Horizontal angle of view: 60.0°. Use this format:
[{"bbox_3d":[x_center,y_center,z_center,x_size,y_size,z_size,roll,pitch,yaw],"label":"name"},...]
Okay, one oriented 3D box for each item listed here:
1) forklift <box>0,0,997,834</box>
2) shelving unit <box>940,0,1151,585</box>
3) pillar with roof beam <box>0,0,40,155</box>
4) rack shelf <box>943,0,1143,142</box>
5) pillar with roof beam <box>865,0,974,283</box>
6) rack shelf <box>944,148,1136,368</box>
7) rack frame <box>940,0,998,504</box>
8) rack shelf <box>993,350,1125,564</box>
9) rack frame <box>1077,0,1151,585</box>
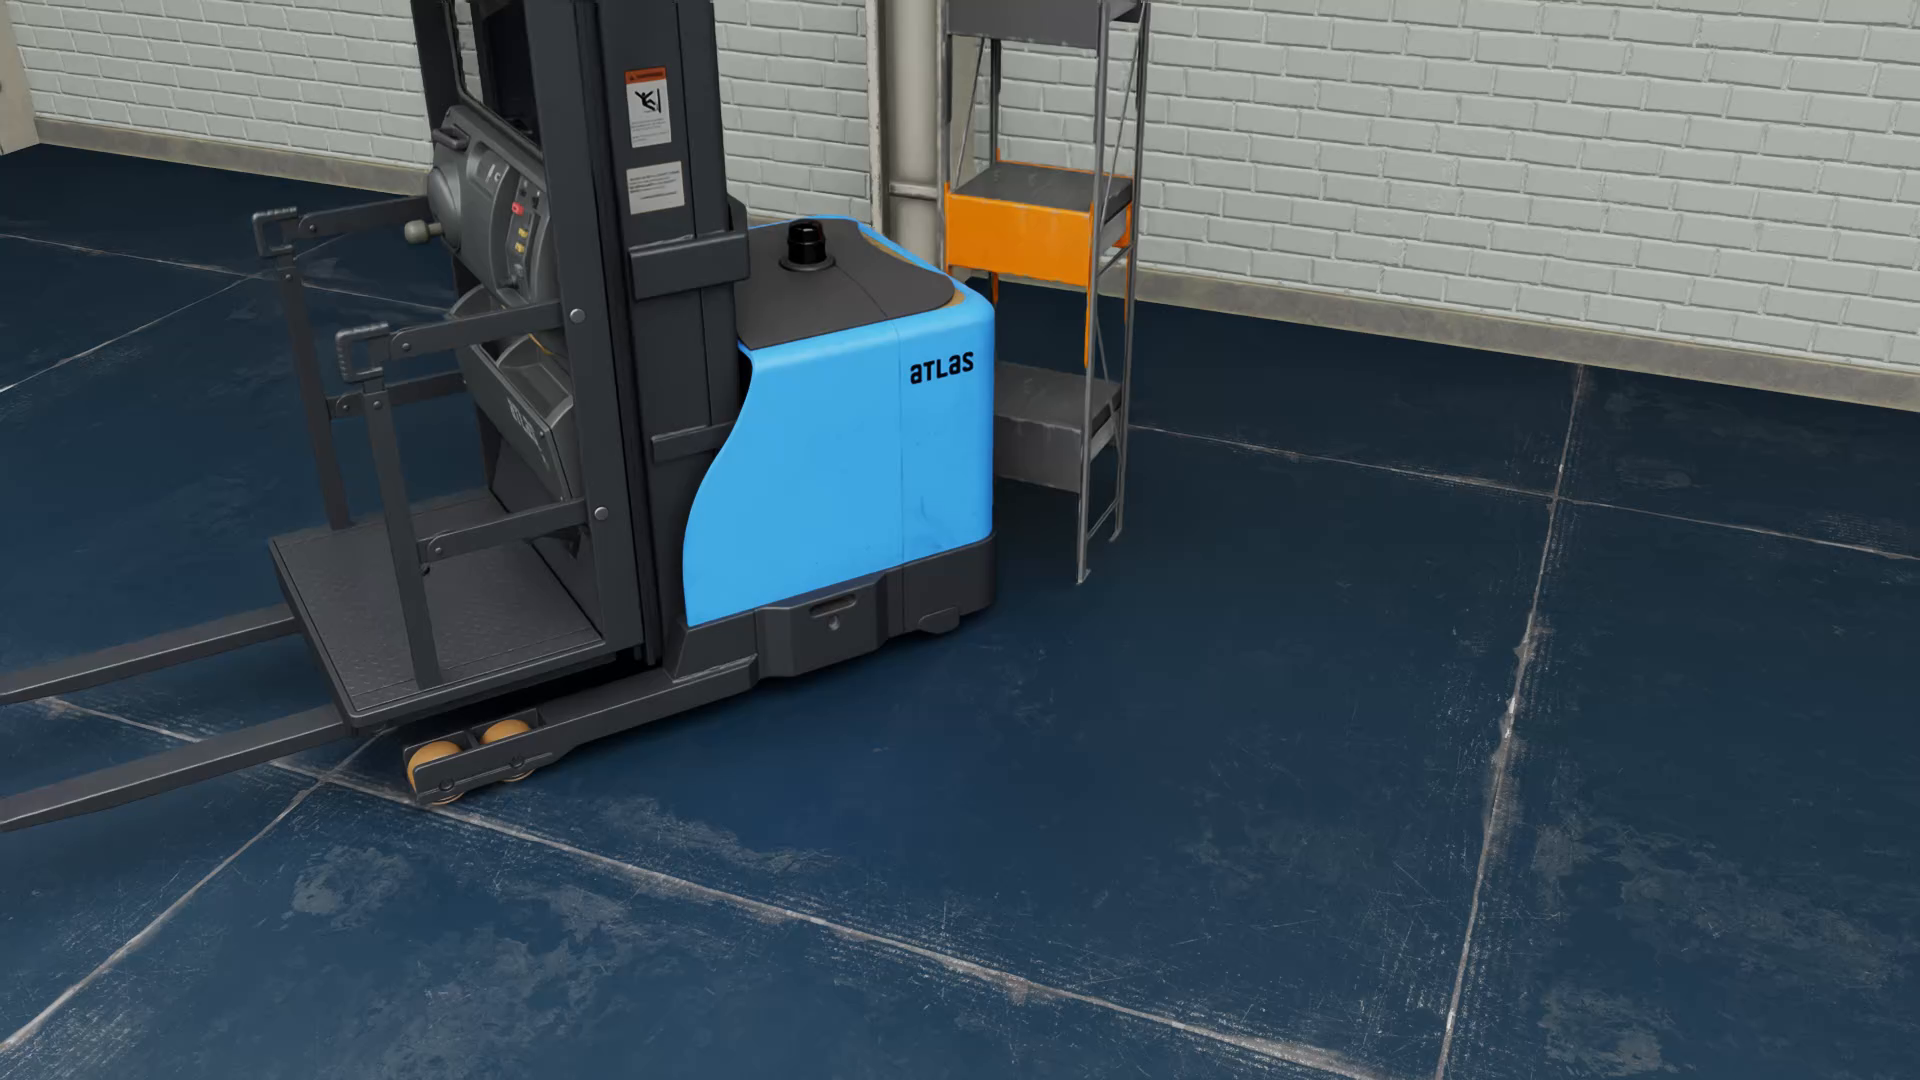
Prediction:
[{"bbox_3d":[-1.414,-0.860,4.293,3.031,2.935,1.130,-16,33,-27],"label":"forklift"},{"bbox_3d":[0.255,-0.907,5.220,0.503,2.100,0.431,13,32,21],"label":"shelving unit"},{"bbox_3d":[-7.355,-4.314,4.238,0.400,9.000,9.100,11,31,19],"label":"pillar with roof beam"},{"bbox_3d":[0.255,-1.504,4.883,0.480,0.518,0.431,13,32,21],"label":"rack shelf"},{"bbox_3d":[-1.795,-3.204,2.274,0.400,9.000,9.100,11,31,19],"label":"pillar with roof beam"},{"bbox_3d":[0.255,-0.895,5.227,0.480,0.518,0.431,13,32,21],"label":"rack shelf"},{"bbox_3d":[0.032,-0.956,5.308,0.015,2.100,0.400,13,32,21],"label":"rack frame"},{"bbox_3d":[0.255,-0.285,5.571,0.480,0.518,0.431,13,32,21],"label":"rack shelf"},{"bbox_3d":[0.477,-0.857,5.133,0.015,2.100,0.400,13,32,21],"label":"rack frame"}]
